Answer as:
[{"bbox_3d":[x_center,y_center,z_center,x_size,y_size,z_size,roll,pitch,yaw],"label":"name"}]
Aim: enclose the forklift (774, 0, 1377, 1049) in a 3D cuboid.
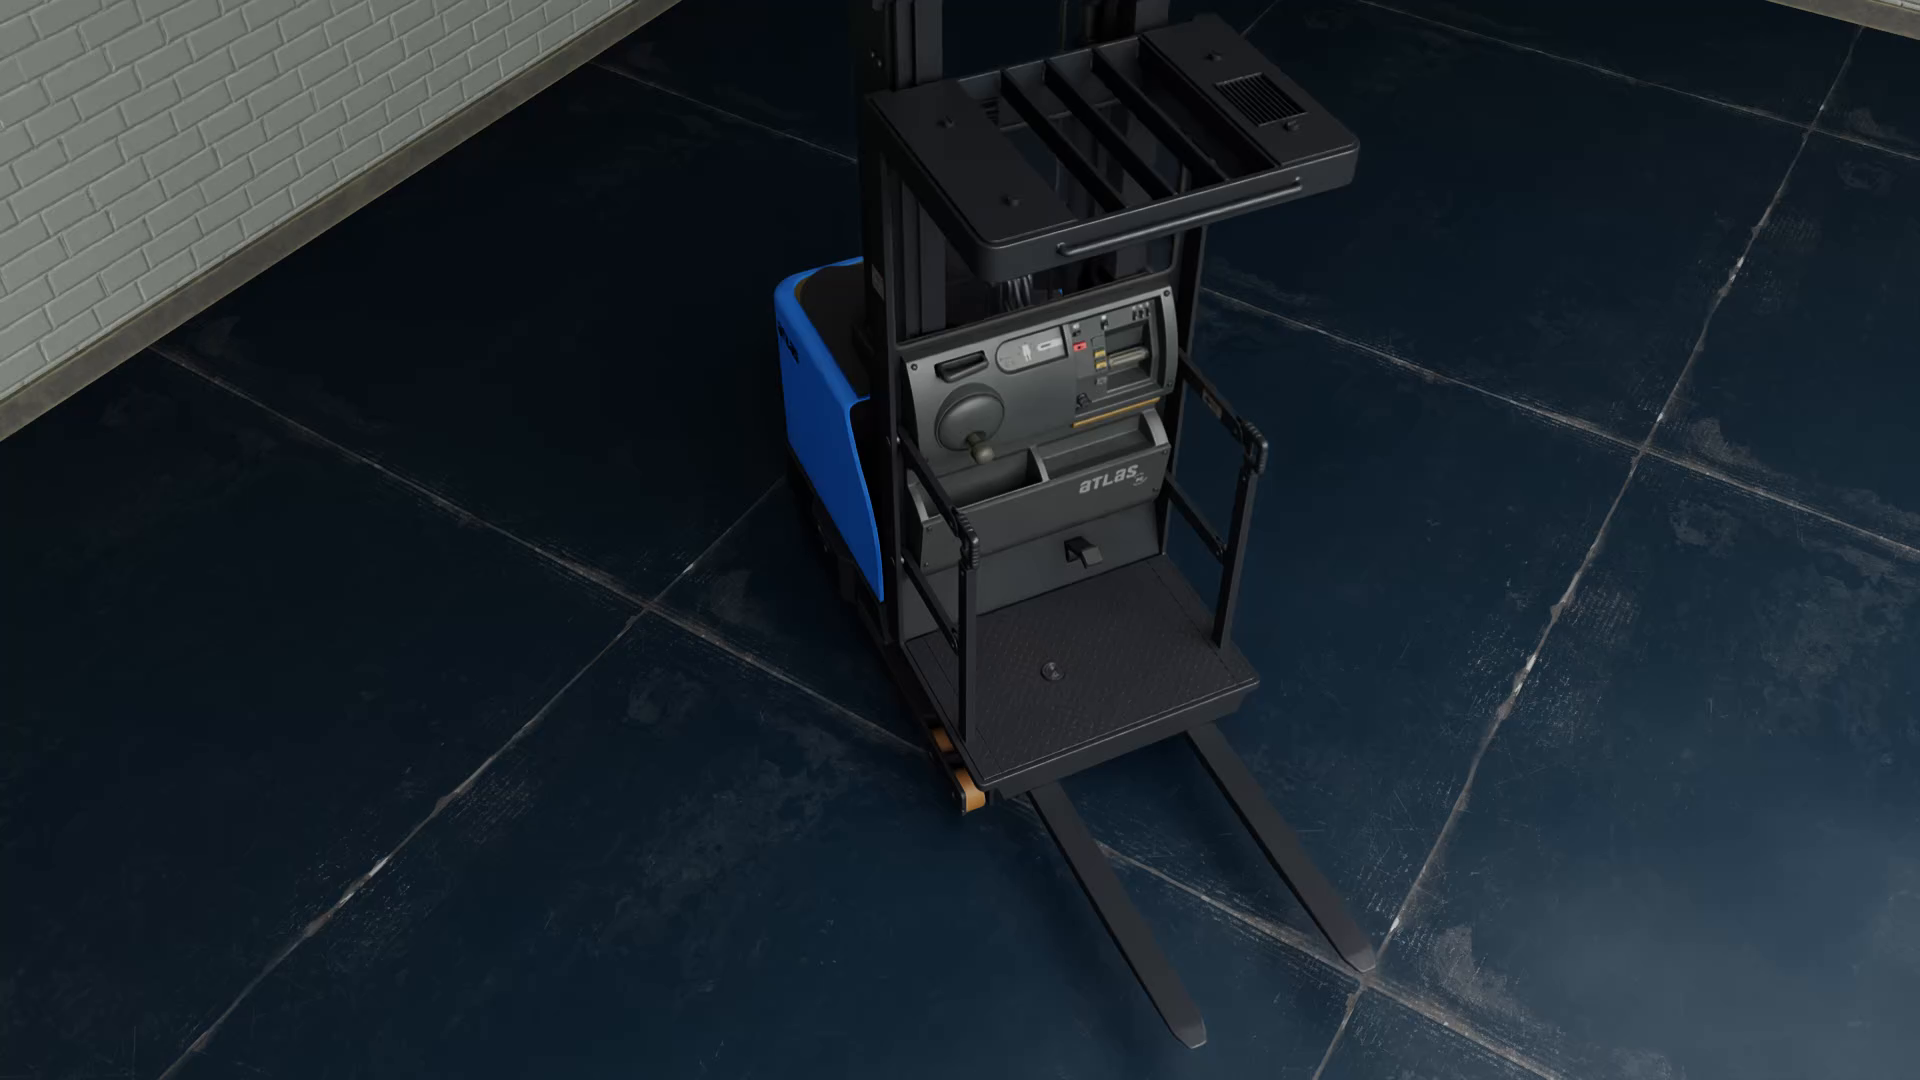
[{"bbox_3d":[0.361,-0.432,5.126,1.130,2.935,3.031,-18,49,-17],"label":"forklift"}]
